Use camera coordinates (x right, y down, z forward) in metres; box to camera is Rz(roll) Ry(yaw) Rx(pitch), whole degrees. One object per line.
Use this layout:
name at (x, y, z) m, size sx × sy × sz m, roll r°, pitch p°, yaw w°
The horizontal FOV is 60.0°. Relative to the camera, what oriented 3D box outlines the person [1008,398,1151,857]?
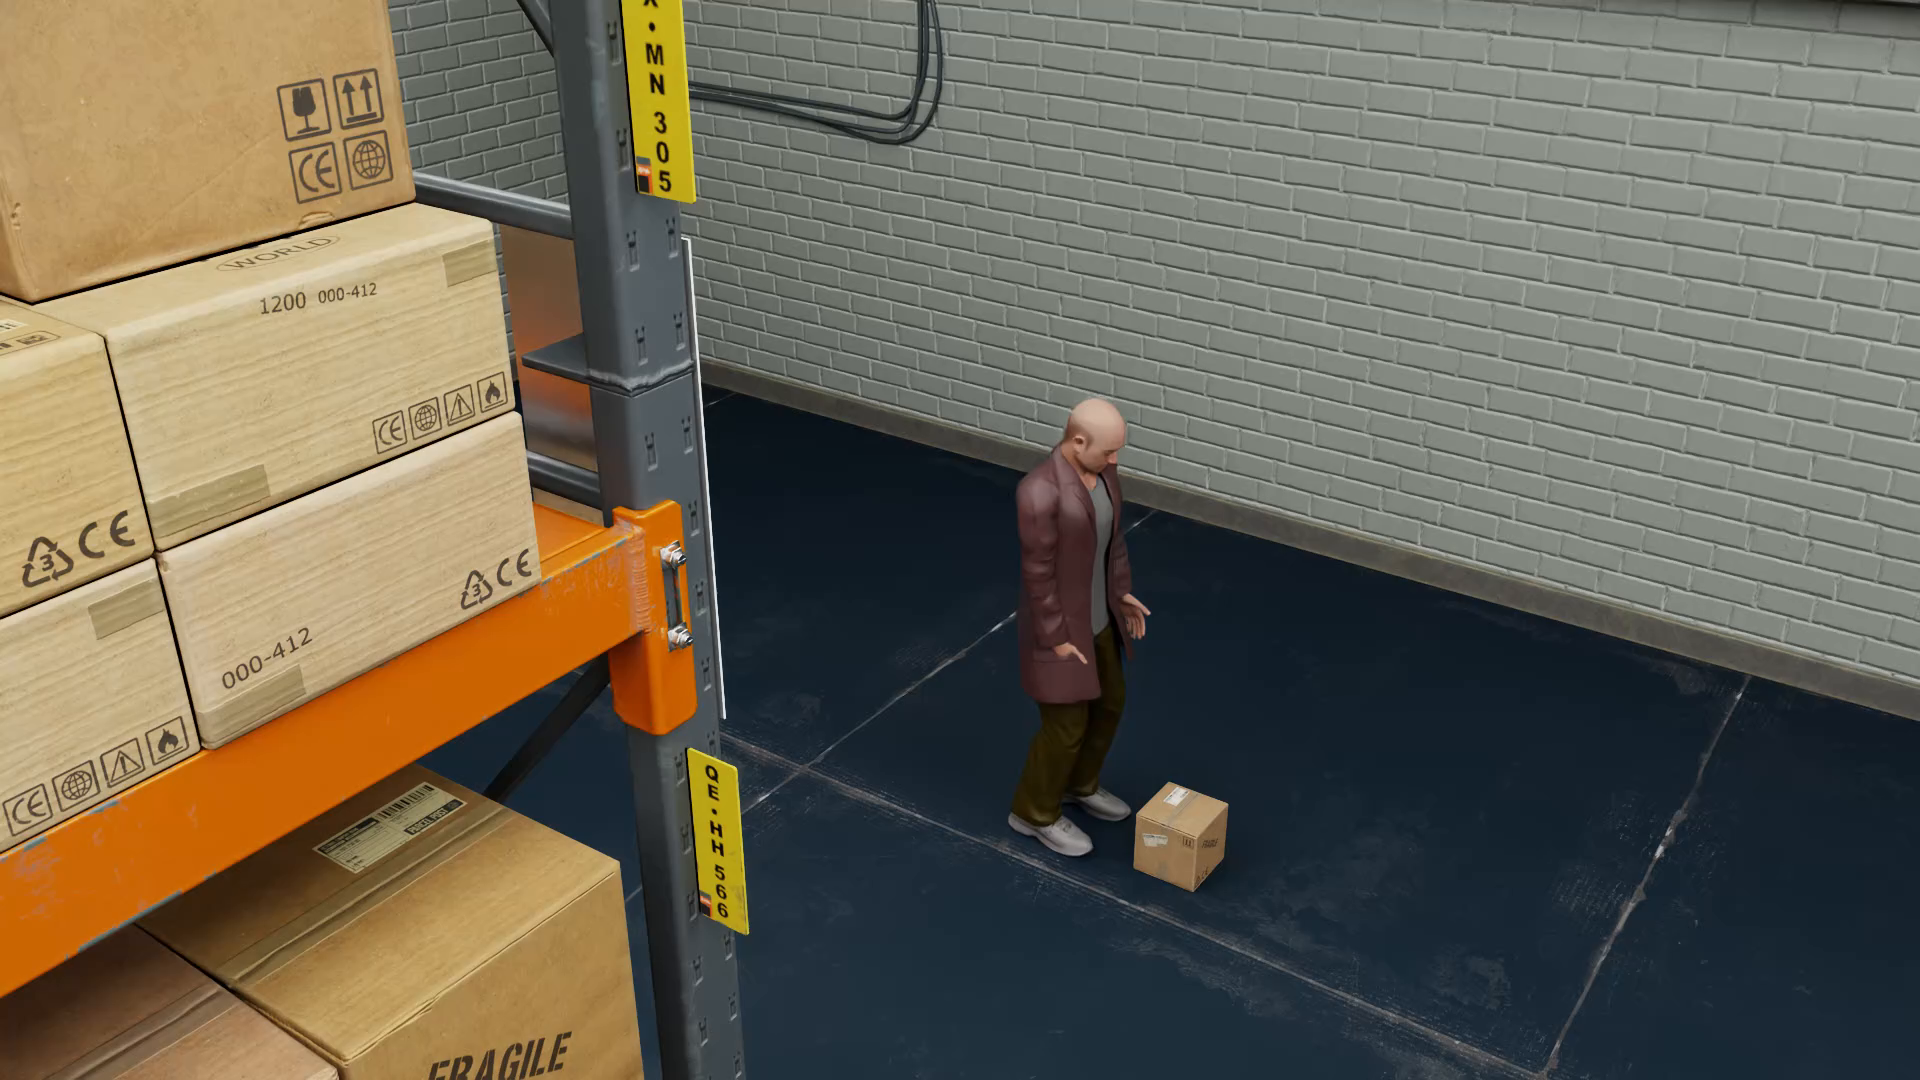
person at (0.434, 0.299, 6.070) m, size 0.389 × 1.756 × 0.575 m, roll 18°, pitch 32°, yaw 32°
